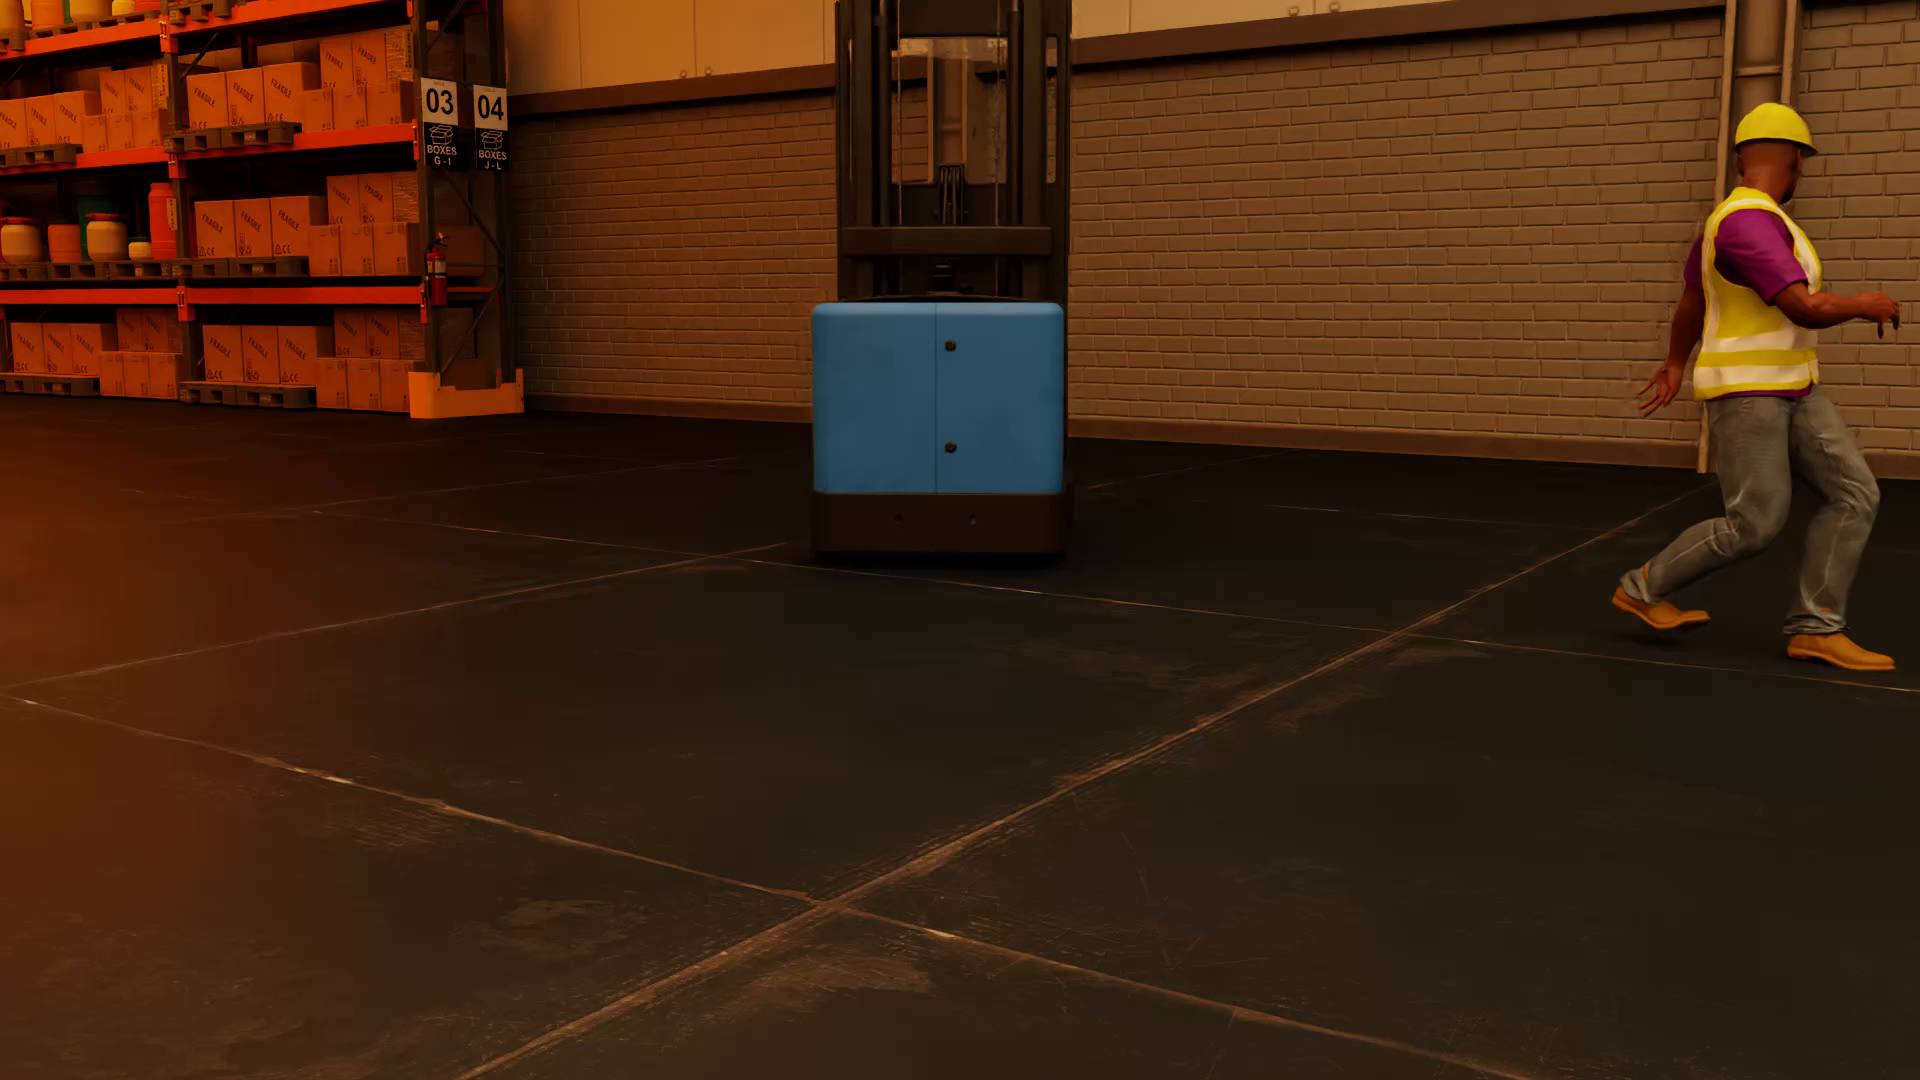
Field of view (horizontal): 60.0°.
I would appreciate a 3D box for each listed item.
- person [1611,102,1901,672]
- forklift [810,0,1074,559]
[{"bbox_3d":[2.437,-0.480,5.090,0.901,1.677,0.608,7,11,42],"label":"person"},{"bbox_3d":[-0.020,-1.541,8.031,1.130,2.935,3.031,0,8,3],"label":"forklift"}]
